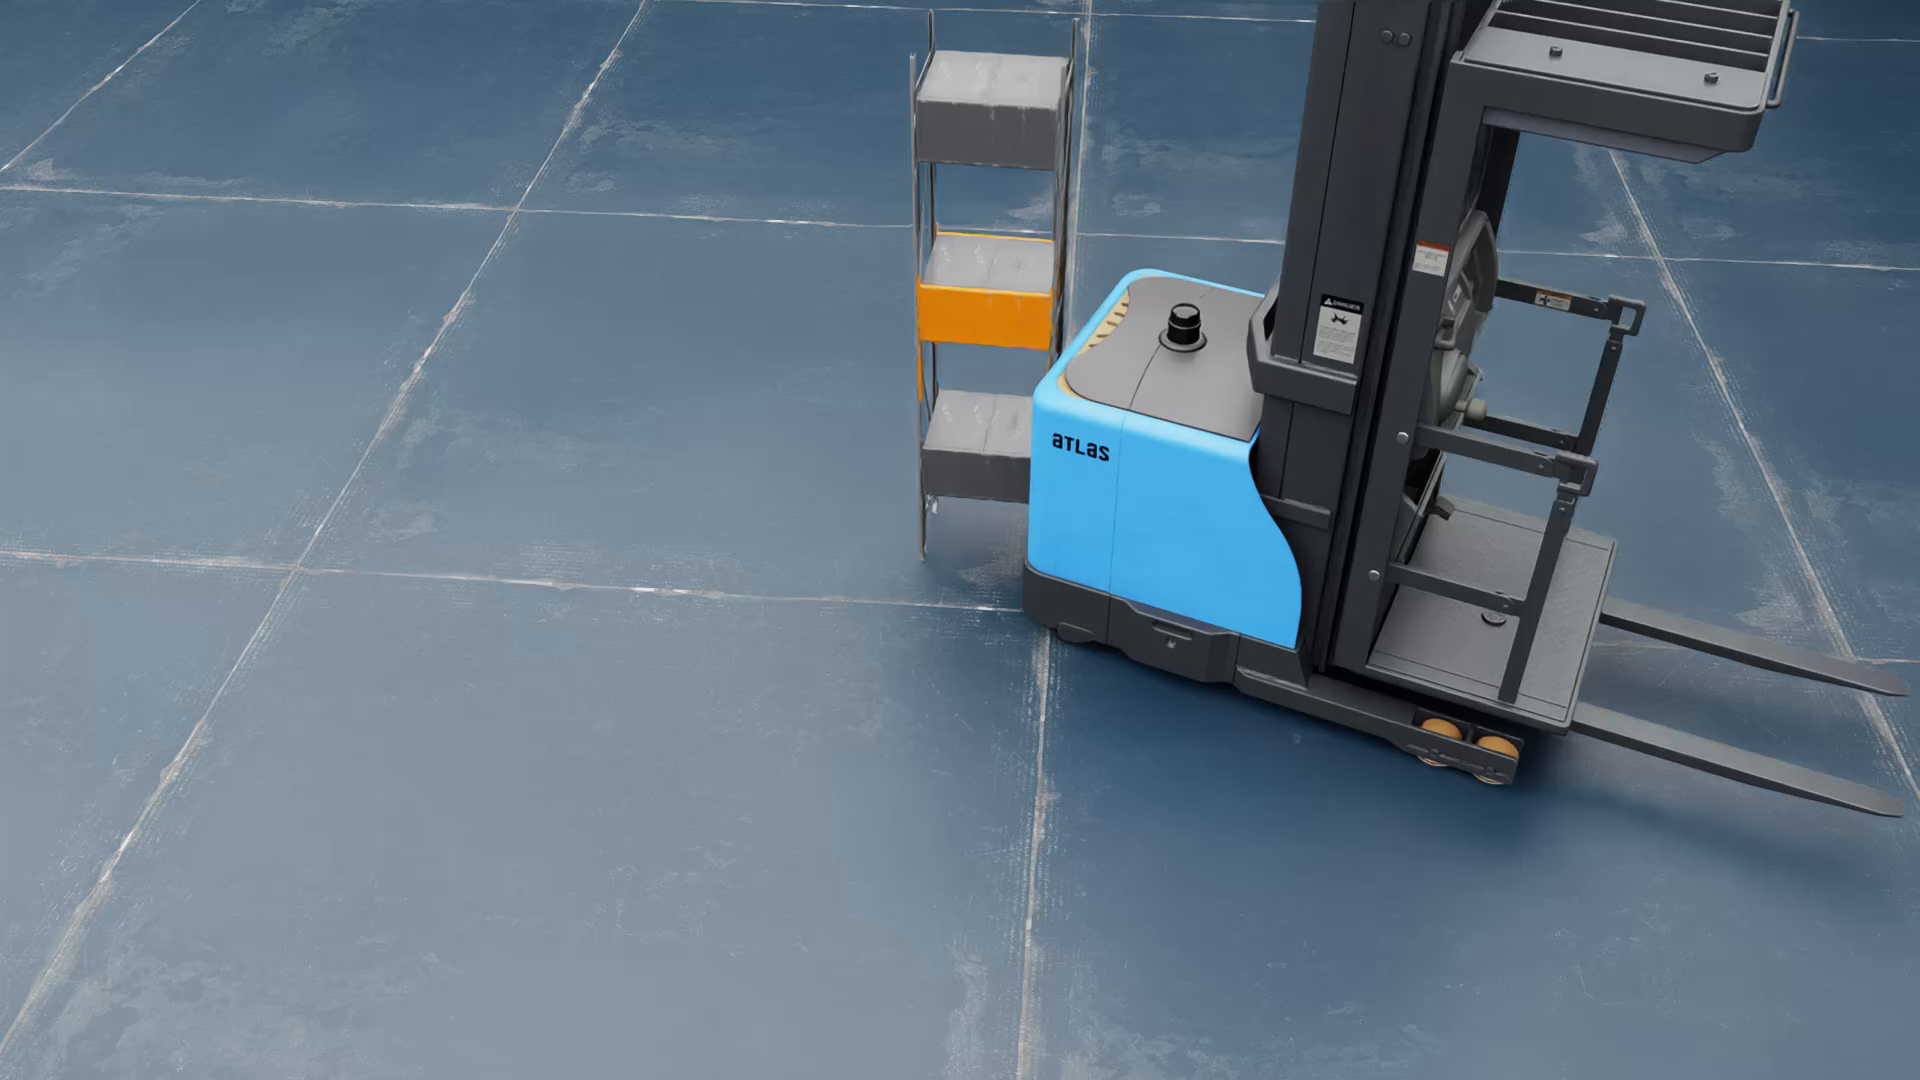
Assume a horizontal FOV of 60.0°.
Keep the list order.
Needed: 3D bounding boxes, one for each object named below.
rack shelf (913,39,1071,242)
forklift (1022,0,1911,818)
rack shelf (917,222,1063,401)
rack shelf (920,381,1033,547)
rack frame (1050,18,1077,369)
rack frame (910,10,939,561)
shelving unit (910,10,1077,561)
[{"bbox_3d":[0.116,-1.365,5.676,0.480,0.518,0.431,5,39,6],"label":"rack shelf"},{"bbox_3d":[1.793,-0.682,5.266,3.031,2.935,1.130,17,42,20],"label":"forklift"},{"bbox_3d":[0.116,-0.822,6.118,0.480,0.518,0.431,5,39,6],"label":"rack shelf"},{"bbox_3d":[0.116,-0.279,6.560,0.480,0.518,0.431,5,39,6],"label":"rack shelf"},{"bbox_3d":[0.357,-0.810,6.082,0.015,2.100,0.400,5,39,6],"label":"rack frame"},{"bbox_3d":[-0.125,-0.855,6.137,0.015,2.100,0.400,5,39,6],"label":"rack frame"},{"bbox_3d":[0.116,-0.832,6.109,0.503,2.100,0.431,5,39,6],"label":"shelving unit"}]
